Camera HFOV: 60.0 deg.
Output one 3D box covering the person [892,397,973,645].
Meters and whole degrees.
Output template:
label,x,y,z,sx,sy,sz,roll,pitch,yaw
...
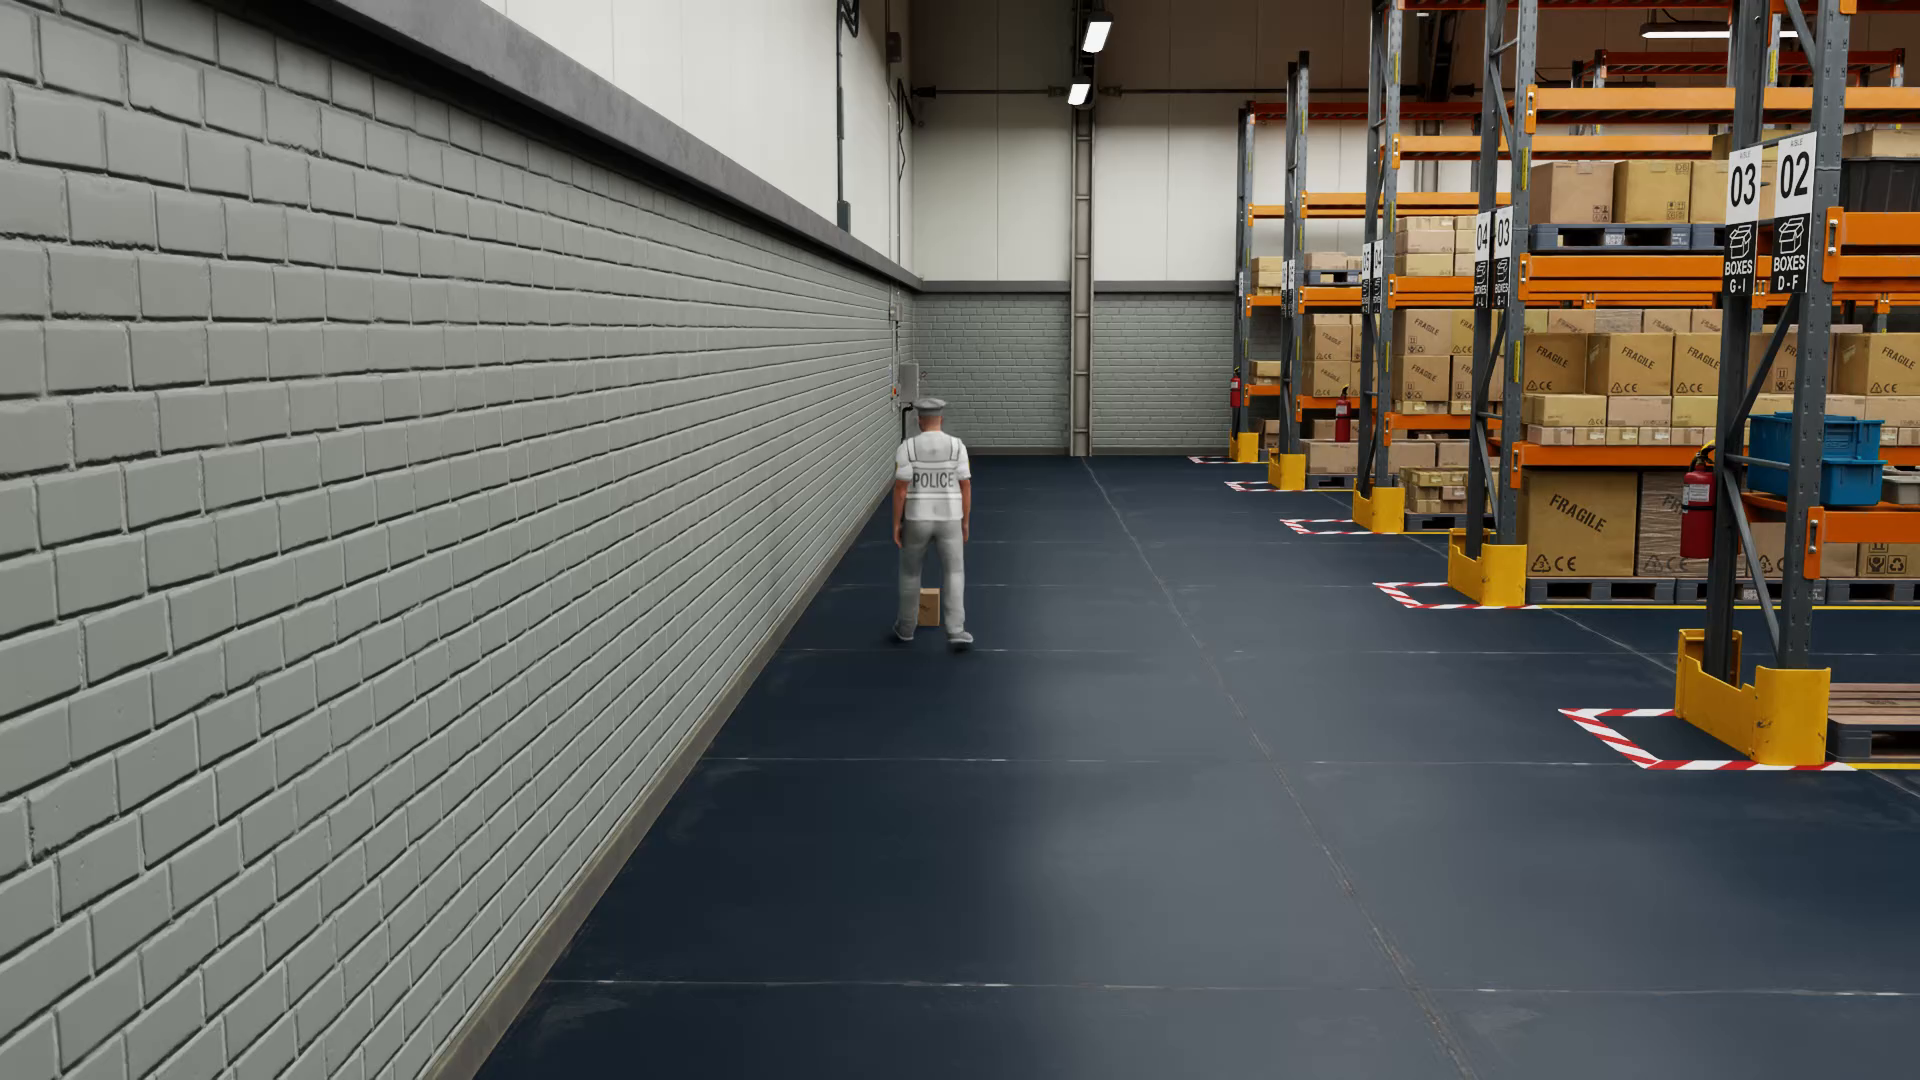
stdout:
label,x,y,z,sx,sy,sz,roll,pitch,yaw
person,-0.204,-0.130,11.743,0.559,1.742,0.780,-1,7,-6
